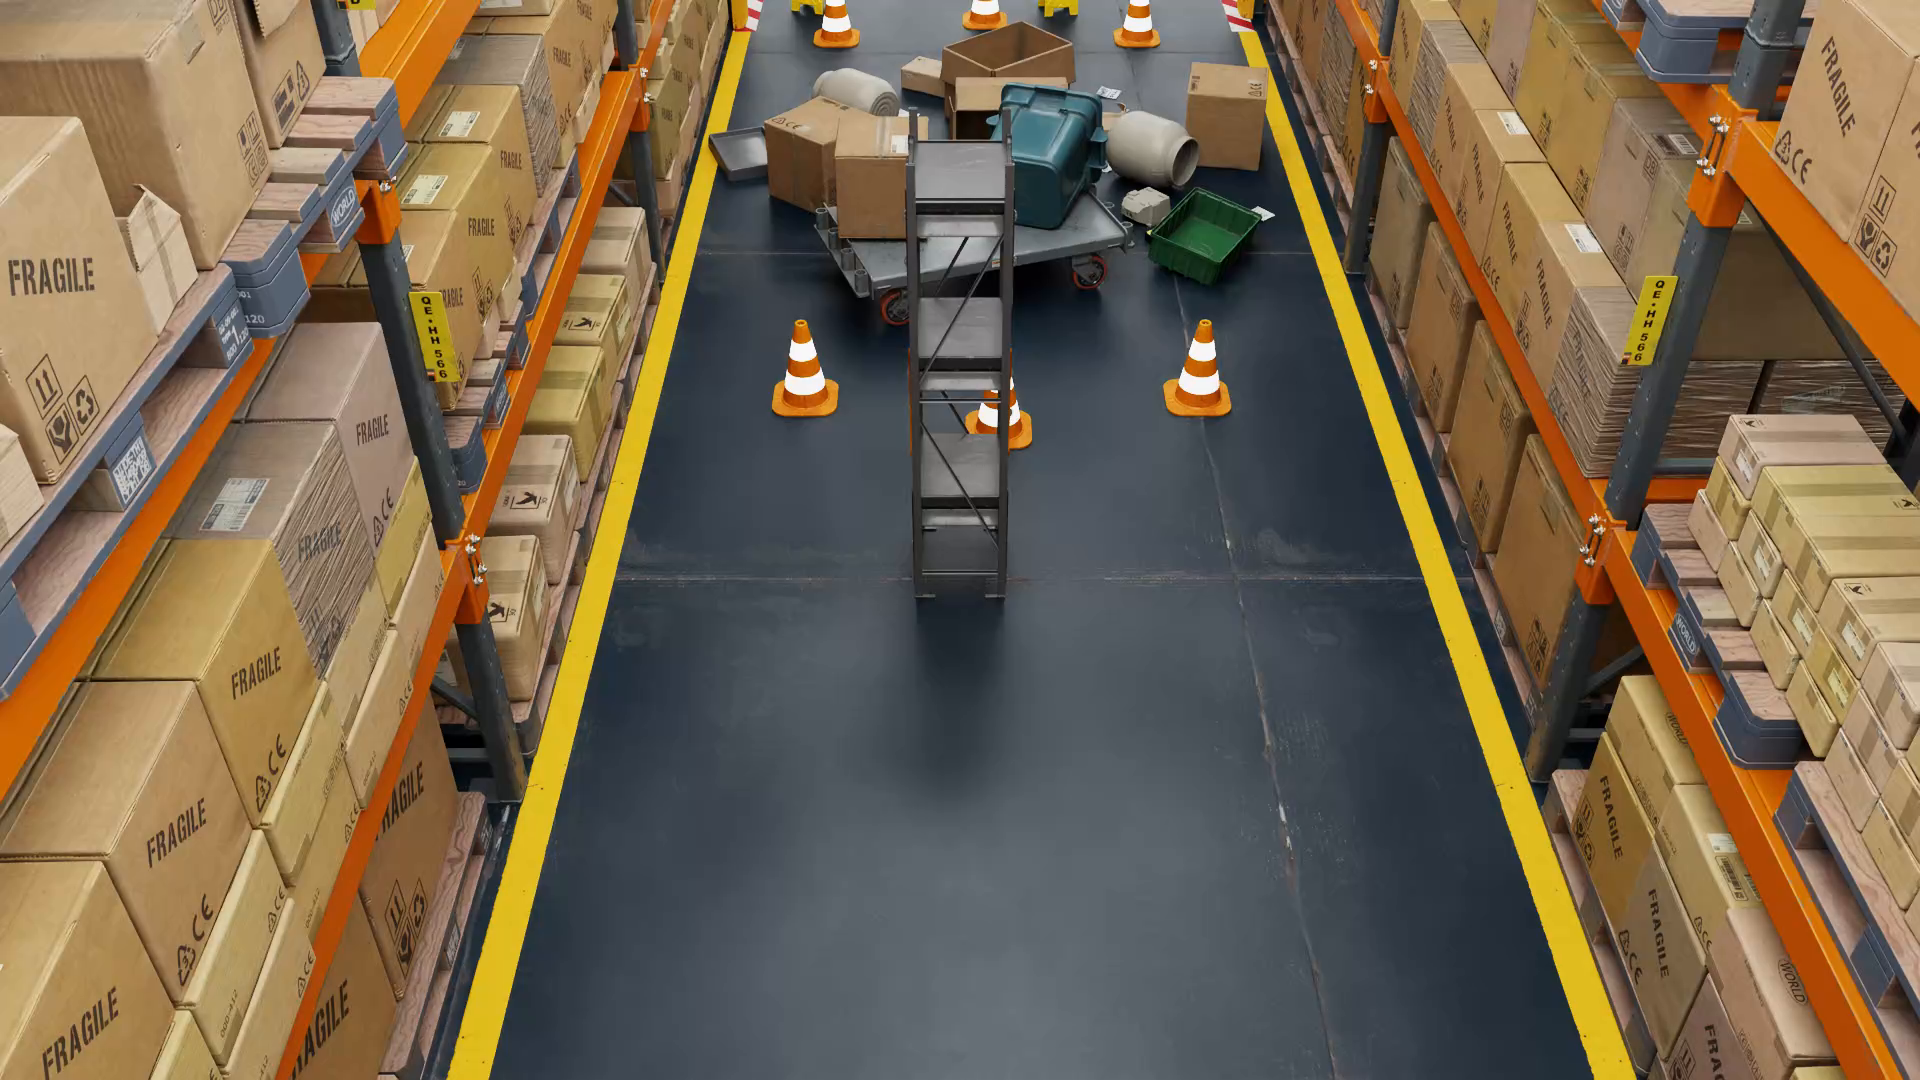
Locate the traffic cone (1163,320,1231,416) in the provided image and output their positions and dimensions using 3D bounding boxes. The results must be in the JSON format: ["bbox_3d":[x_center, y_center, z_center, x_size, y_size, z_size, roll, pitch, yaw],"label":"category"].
[{"bbox_3d":[1.235,-0.919,8.526,0.336,0.463,0.334,0,39,0],"label":"traffic cone"}]

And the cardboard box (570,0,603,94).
[{"bbox_3d":[-1.975,-2.402,7.695,0.500,0.500,0.500,0,39,0],"label":"cardboard box"}]

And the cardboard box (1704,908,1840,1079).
[{"bbox_3d":[2.495,1.330,4.755,0.500,0.250,0.500,0,39,0],"label":"cardboard box"}]

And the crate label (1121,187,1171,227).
[{"bbox_3d":[1.140,-2.048,10.196,0.298,0.136,0.250,-28,46,-30],"label":"crate label"}]

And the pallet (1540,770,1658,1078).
[{"bbox_3d":[2.747,1.330,5.921,1.003,0.211,1.213,0,39,0],"label":"pallet"}]

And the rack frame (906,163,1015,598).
[{"bbox_3d":[0.000,-0.563,6.774,0.400,2.100,0.015,0,39,0],"label":"rack frame"}]

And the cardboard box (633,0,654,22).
[{"bbox_3d":[-1.928,-3.112,8.917,0.500,0.500,0.500,0,39,0],"label":"cardboard box"}]

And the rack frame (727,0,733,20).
[{"bbox_3d":[-2.211,-5.183,11.819,1.000,3.000,0.127,0,39,0],"label":"rack frame"}]

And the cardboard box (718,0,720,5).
[{"bbox_3d":[-1.949,-4.066,11.688,0.500,0.500,0.500,0,39,0],"label":"cardboard box"}]

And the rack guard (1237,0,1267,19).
[{"bbox_3d":[2.739,-4.289,12.702,1.175,0.500,0.348,0,39,0],"label":"rack guard"}]

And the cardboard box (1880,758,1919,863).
[{"bbox_3d":[2.551,0.679,4.131,0.380,0.149,0.250,0,39,0],"label":"cardboard box"}]

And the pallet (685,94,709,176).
[{"bbox_3d":[-2.247,-2.778,11.048,1.003,0.211,1.213,0,39,0],"label":"pallet"}]

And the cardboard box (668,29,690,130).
[{"bbox_3d":[-1.950,-2.769,10.070,0.500,0.500,0.500,1,39,2],"label":"cardboard box"}]

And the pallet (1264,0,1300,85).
[{"bbox_3d":[2.818,-3.661,12.150,1.003,0.211,1.213,0,39,0],"label":"pallet"}]

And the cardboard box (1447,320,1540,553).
[{"bbox_3d":[2.833,-0.460,7.389,1.050,0.750,0.750,1,39,1],"label":"cardboard box"}]

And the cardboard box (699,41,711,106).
[{"bbox_3d":[-1.942,-3.117,11.104,0.500,0.250,0.500,-1,39,-2],"label":"cardboard box"}]

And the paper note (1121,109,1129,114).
[{"bbox_3d":[1.121,-2.930,11.399,0.032,0.001,0.123,20,43,23],"label":"paper note"}]

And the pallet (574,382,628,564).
[{"bbox_3d":[-2.200,-0.342,8.007,1.003,0.211,1.213,0,39,0],"label":"pallet"}]

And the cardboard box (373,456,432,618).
[{"bbox_3d":[-1.947,-0.014,5.089,0.500,0.250,0.500,0,39,0],"label":"cardboard box"}]

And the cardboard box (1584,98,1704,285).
[{"bbox_3d":[2.756,-1.273,6.060,0.700,0.500,0.500,-1,39,-1],"label":"cardboard box"}]

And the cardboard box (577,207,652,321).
[{"bbox_3d":[-2.203,-1.492,8.978,0.950,0.372,0.625,0,39,1],"label":"cardboard box"}]

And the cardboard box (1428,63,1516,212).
[{"bbox_3d":[2.474,-1.830,7.555,0.500,0.500,0.500,0,39,0],"label":"cardboard box"}]

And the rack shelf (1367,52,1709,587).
[{"bbox_3d":[2.746,-1.217,7.445,1.077,0.370,4.000,0,39,0],"label":"rack shelf"}]

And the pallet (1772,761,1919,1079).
[{"bbox_3d":[2.791,1.066,4.175,1.003,0.211,1.213,0,39,0],"label":"pallet"}]

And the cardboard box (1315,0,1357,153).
[{"bbox_3d":[2.808,-3.040,10.508,0.875,0.875,0.875,0,39,0],"label":"cardboard box"}]

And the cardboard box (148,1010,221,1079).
[{"bbox_3d":[-1.918,1.268,3.489,0.500,0.250,0.500,0,39,1],"label":"cardboard box"}]

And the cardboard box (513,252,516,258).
[{"bbox_3d":[-1.995,-1.120,6.614,0.380,0.149,0.250,2,39,3],"label":"cardboard box"}]

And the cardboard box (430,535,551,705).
[{"bbox_3d":[-2.193,0.328,6.707,0.950,0.372,0.625,-2,39,-3],"label":"cardboard box"}]

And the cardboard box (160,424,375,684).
[{"bbox_3d":[-1.931,0.035,4.428,0.500,0.500,0.500,1,39,1],"label":"cardboard box"}]

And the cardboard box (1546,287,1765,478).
[{"bbox_3d":[2.479,-0.567,5.979,0.500,0.500,0.500,0,39,0],"label":"cardboard box"}]

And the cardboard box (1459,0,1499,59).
[{"bbox_3d":[2.752,-2.545,7.648,0.700,0.500,0.500,-1,39,-1],"label":"cardboard box"}]

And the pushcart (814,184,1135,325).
[{"bbox_3d":[0.073,-1.691,9.558,1.648,0.377,0.936,-13,40,-16],"label":"pushcart"}]

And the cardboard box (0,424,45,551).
[{"bbox_3d":[-1.849,-0.103,2.853,0.396,0.266,0.258,3,39,4],"label":"cardboard box"}]

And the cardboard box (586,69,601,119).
[{"bbox_3d":[-1.911,-2.100,7.836,0.380,0.149,0.250,-1,39,-1],"label":"cardboard box"}]

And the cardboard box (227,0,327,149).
[{"bbox_3d":[-2.051,-1.319,4.180,0.797,0.503,0.637,-2,39,-3],"label":"cardboard box"}]

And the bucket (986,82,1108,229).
[{"bbox_3d":[0.438,-2.147,9.433,0.726,0.611,0.620,13,50,15],"label":"bucket"}]

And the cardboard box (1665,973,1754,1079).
[{"bbox_3d":[2.503,1.643,4.965,0.500,0.500,0.500,-1,39,-1],"label":"cardboard box"}]

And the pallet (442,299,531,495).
[{"bbox_3d":[-2.309,-0.551,6.192,1.213,0.211,1.003,0,39,0],"label":"pallet"}]

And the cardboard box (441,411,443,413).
[{"bbox_3d":[-2.016,-0.449,5.777,0.380,0.149,0.250,-2,39,-3],"label":"cardboard box"}]

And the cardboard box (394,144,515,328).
[{"bbox_3d":[-1.979,-1.106,6.078,0.500,0.500,0.500,2,39,2],"label":"cardboard box"}]

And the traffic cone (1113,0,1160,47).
[{"bbox_3d":[1.319,-3.927,12.280,0.336,0.463,0.334,0,39,0],"label":"traffic cone"}]

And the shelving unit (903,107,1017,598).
[{"bbox_3d":[0.000,-0.716,6.964,0.431,2.100,0.503,0,39,0],"label":"shelving unit"}]

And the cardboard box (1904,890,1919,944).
[{"bbox_3d":[2.549,0.959,4.019,0.380,0.149,0.250,-1,39,-2],"label":"cardboard box"}]

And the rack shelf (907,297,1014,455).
[{"bbox_3d":[0.000,-0.705,6.973,0.431,0.518,0.480,0,39,0],"label":"rack shelf"}]

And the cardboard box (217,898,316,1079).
[{"bbox_3d":[-1.912,1.148,4.039,0.500,0.250,0.500,-1,39,-1],"label":"cardboard box"}]

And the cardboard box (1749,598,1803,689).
[{"bbox_3d":[2.548,0.304,4.837,0.380,0.149,0.250,2,39,2],"label":"cardboard box"}]

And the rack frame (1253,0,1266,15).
[{"bbox_3d":[2.739,-5.250,11.902,1.000,3.000,0.127,0,39,0],"label":"rack frame"}]

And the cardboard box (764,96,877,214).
[{"bbox_3d":[-0.847,-2.378,10.316,0.500,0.500,0.500,28,46,30],"label":"cardboard box"}]

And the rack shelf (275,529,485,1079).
[{"bbox_3d":[-2.200,1.351,4.240,1.077,0.370,4.000,0,39,0],"label":"rack shelf"}]

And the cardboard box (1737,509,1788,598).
[{"bbox_3d":[2.550,0.043,4.924,0.380,0.149,0.250,2,39,2],"label":"cardboard box"}]

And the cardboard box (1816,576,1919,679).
[{"bbox_3d":[2.553,0.231,4.452,0.380,0.149,0.250,-2,39,-2],"label":"cardboard box"}]
